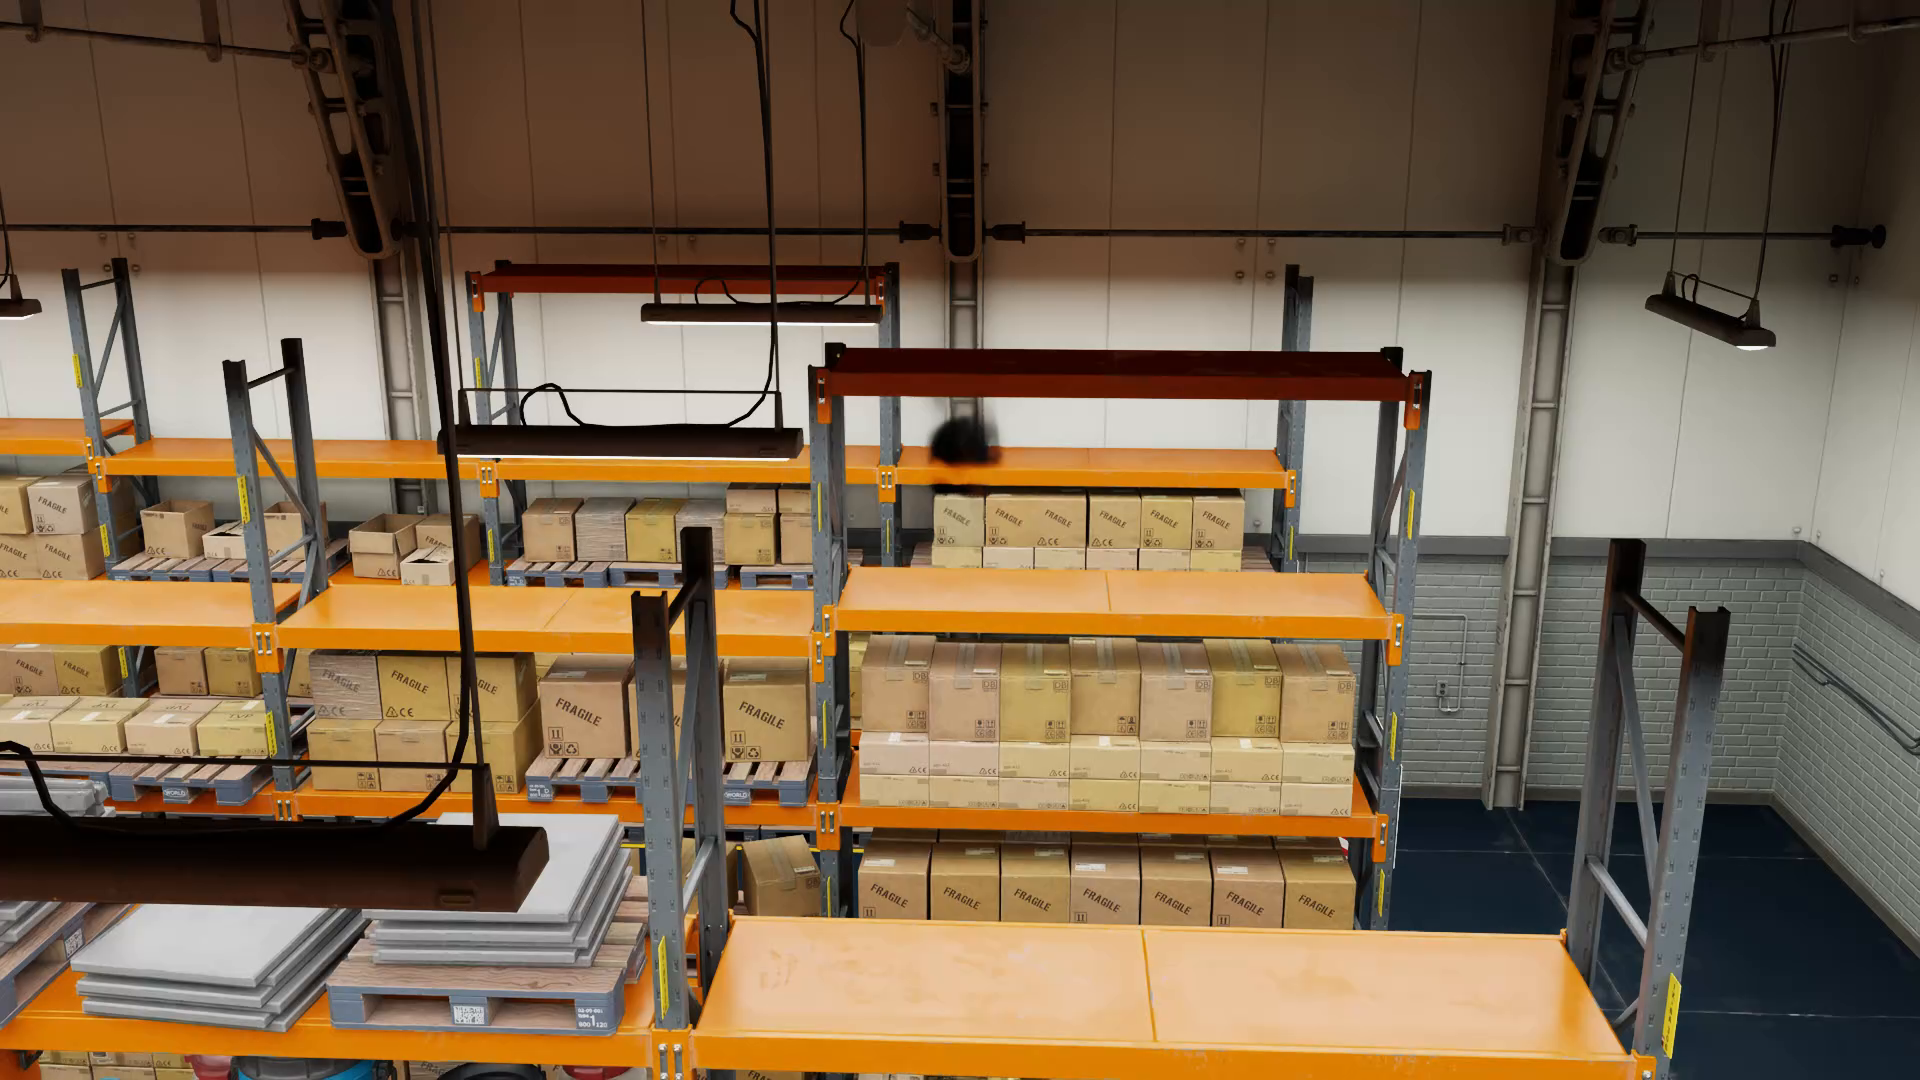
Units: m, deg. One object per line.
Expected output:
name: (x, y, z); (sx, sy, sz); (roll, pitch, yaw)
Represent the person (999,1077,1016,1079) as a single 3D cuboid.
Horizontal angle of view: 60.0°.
person: (0.477, 4.307, 10.998); (0.954, 1.532, 0.616); (-1, 16, -5)
